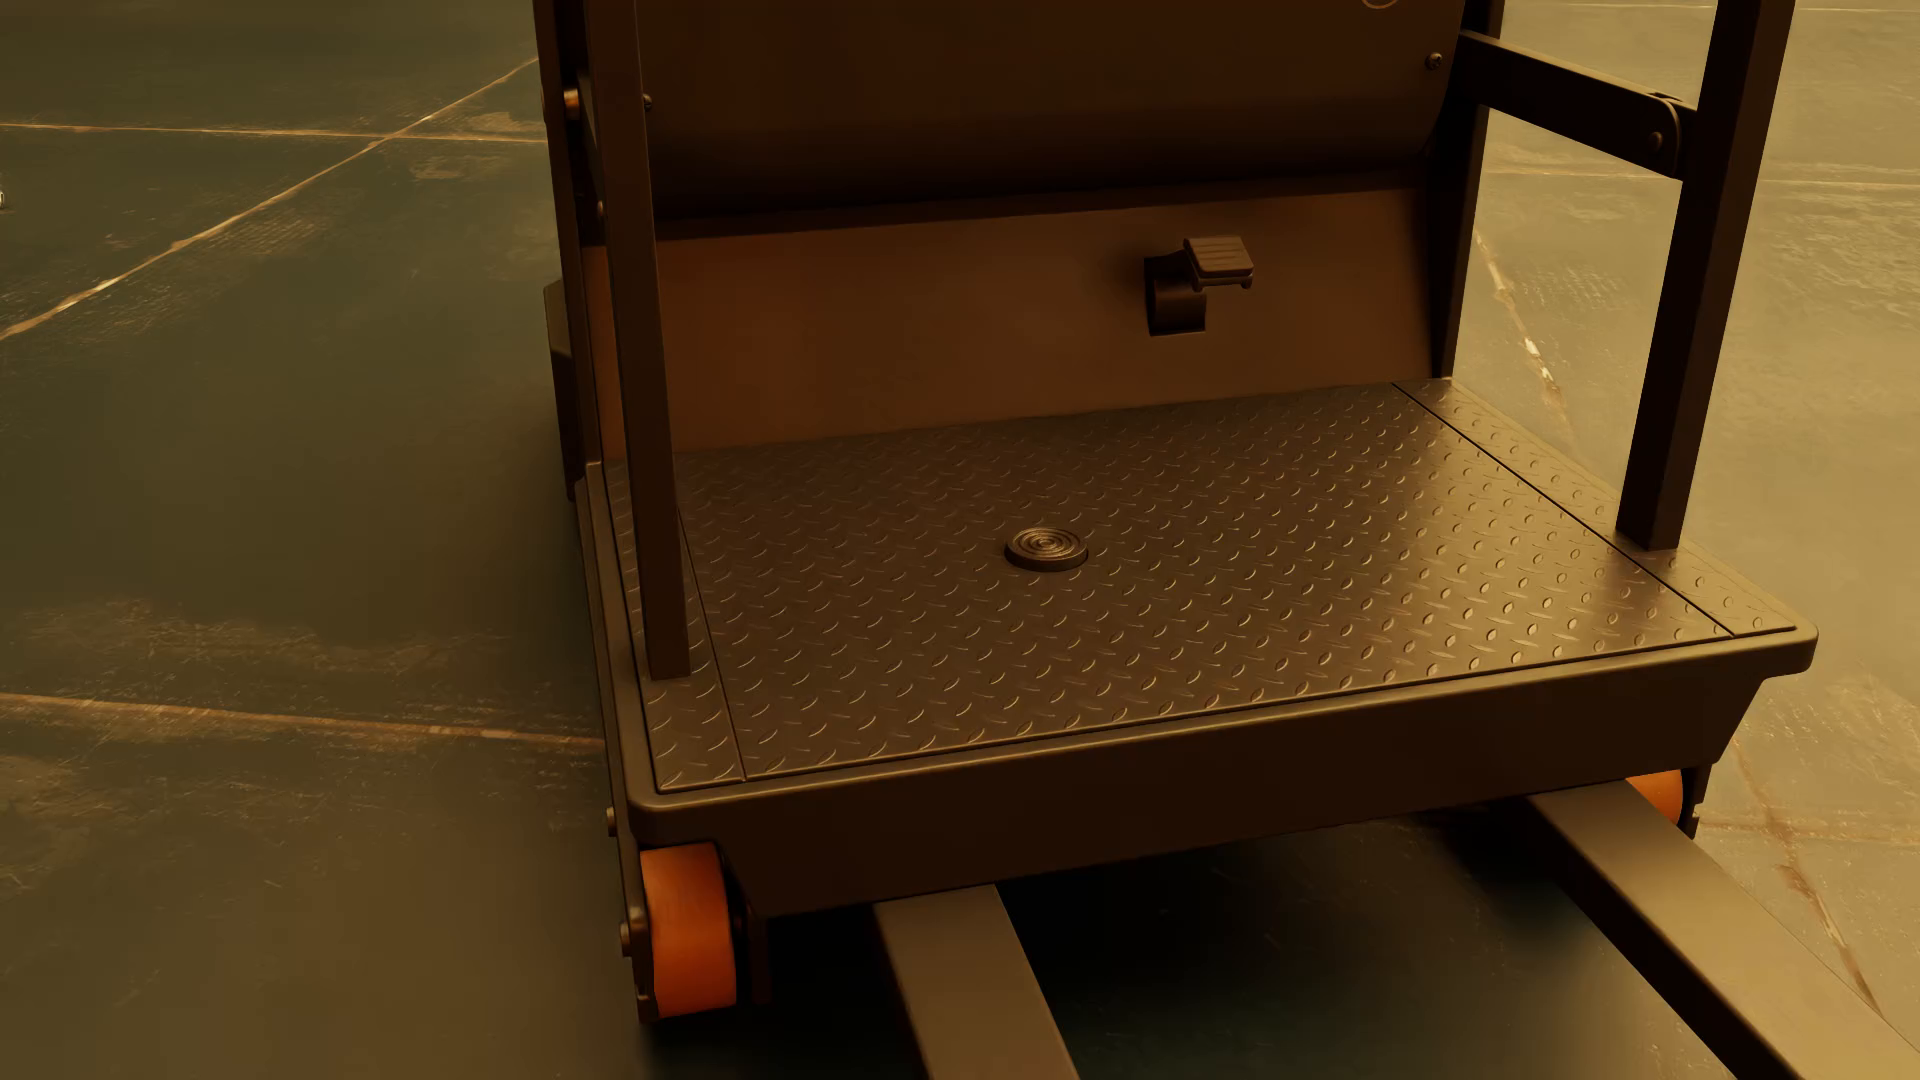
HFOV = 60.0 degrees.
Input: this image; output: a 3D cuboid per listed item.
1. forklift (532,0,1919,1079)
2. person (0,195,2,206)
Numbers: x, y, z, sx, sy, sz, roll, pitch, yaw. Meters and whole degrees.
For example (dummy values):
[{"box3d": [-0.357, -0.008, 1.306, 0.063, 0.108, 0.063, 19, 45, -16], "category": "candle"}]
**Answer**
[{"box3d": [0.153, -1.049, 1.319, 1.130, 2.935, 3.031, -7, 27, -13], "category": "forklift"}, {"box3d": [-2.650, -1.561, 3.697, 0.668, 1.727, 0.422, 11, 29, 21], "category": "person"}]
